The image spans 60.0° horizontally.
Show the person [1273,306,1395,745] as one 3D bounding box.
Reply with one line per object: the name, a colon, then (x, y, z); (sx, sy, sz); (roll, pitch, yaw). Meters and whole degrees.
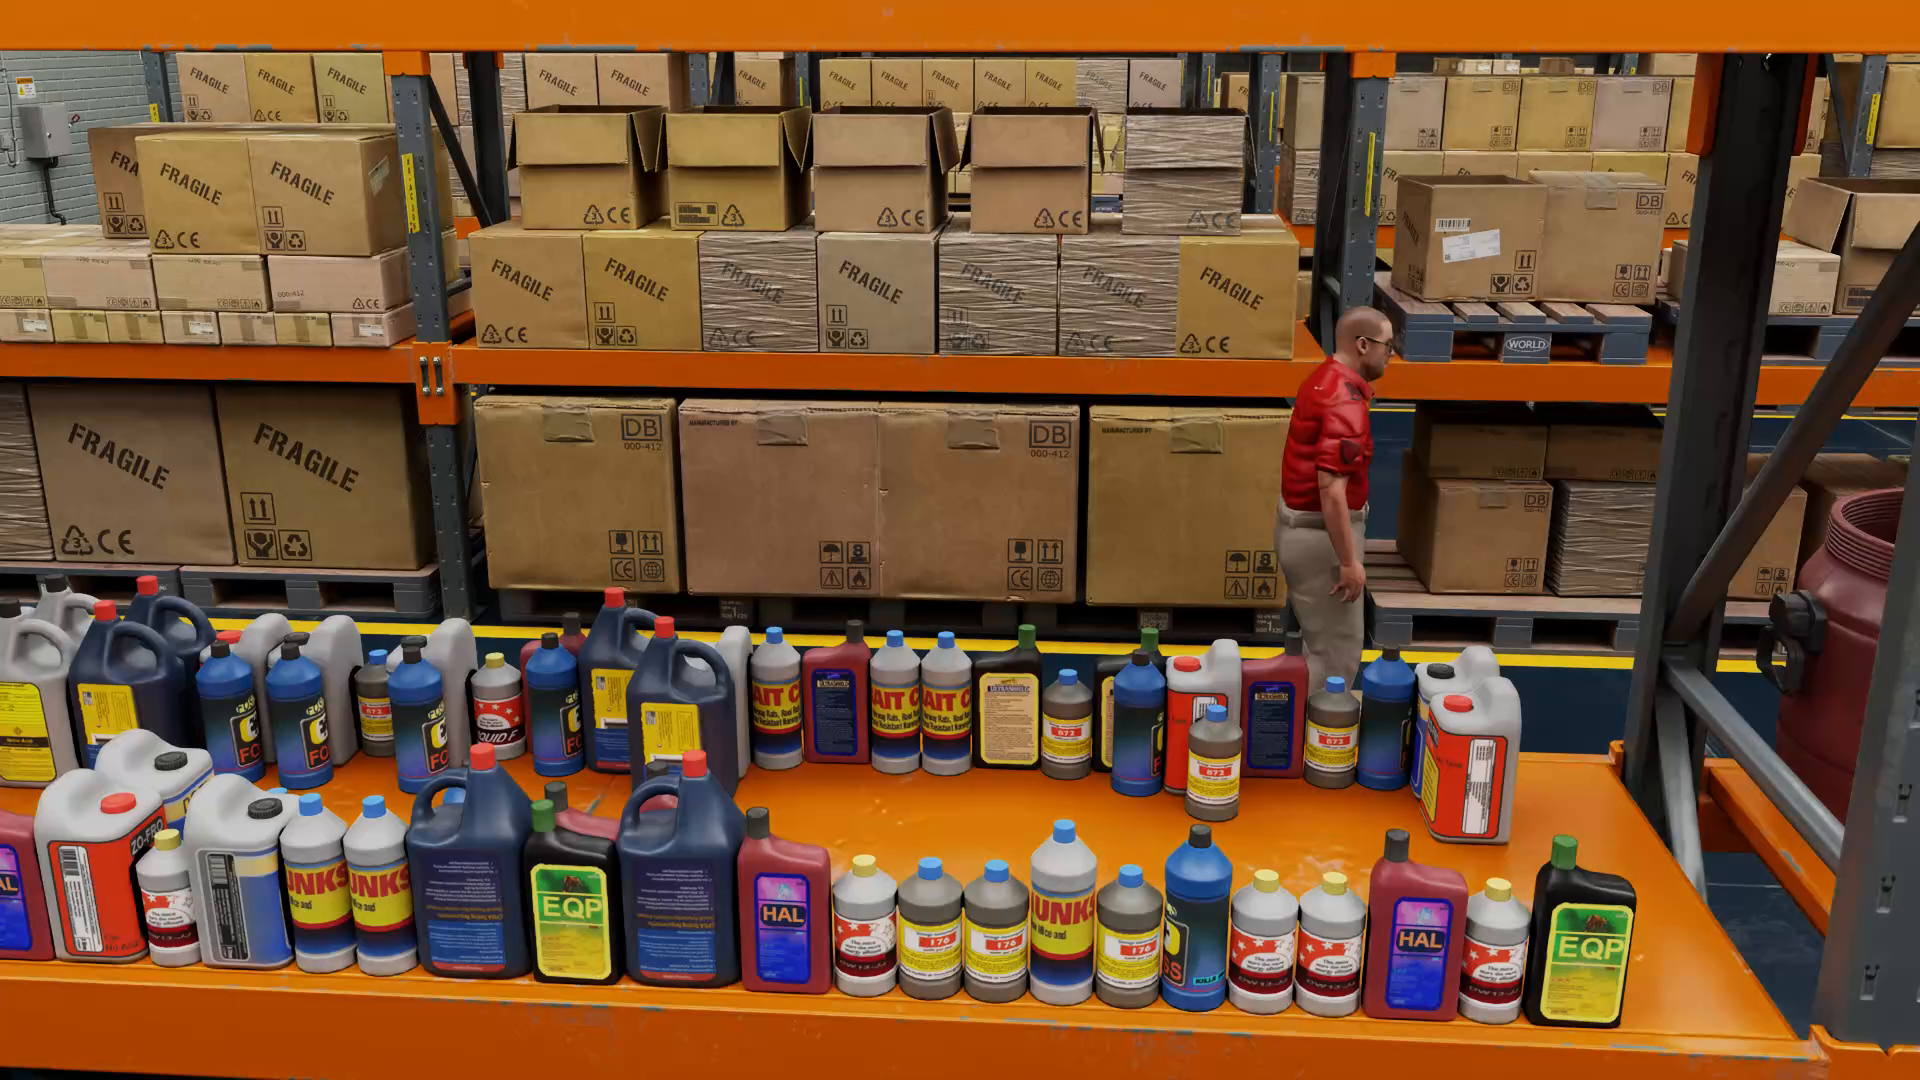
person: (1.338, 0.018, 6.014); (0.387, 1.726, 0.591); (1, 17, 3)
